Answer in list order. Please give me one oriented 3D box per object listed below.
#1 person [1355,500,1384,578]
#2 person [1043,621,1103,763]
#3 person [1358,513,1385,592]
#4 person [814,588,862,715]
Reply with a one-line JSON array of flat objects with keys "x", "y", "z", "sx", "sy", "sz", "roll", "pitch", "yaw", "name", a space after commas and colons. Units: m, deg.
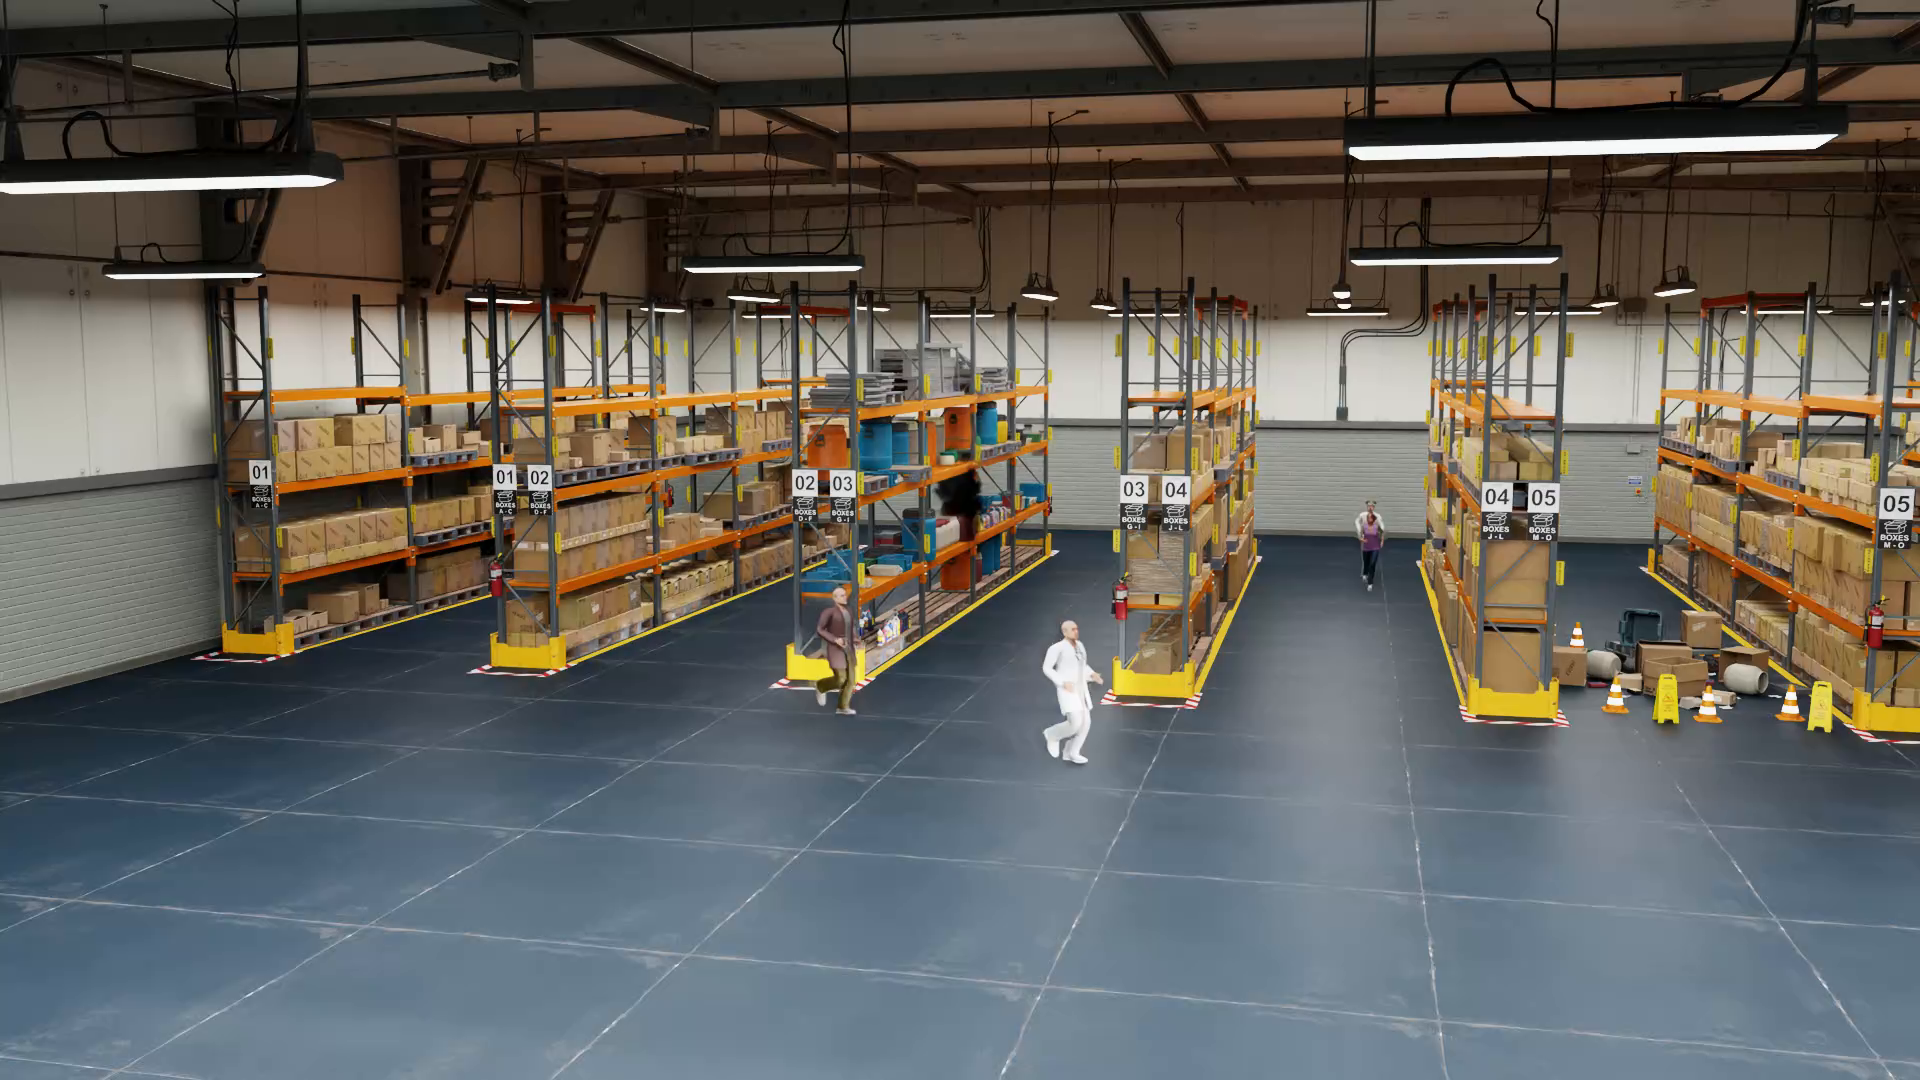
[{"x": 9.016, "y": -0.044, "z": 36.615, "sx": 0.621, "sy": 1.695, "sz": 0.937, "roll": 2, "pitch": 7, "yaw": 14, "name": "person"}, {"x": 1.350, "y": 1.835, "z": 20.128, "sx": 0.663, "sy": 1.725, "sz": 0.708, "roll": 6, "pitch": 9, "yaw": 44, "name": "person"}, {"x": 8.585, "y": 0.226, "z": 34.738, "sx": 0.550, "sy": 1.604, "sz": 0.881, "roll": 2, "pitch": 7, "yaw": 18, "name": "person"}, {"x": -1.674, "y": 1.527, "z": 22.854, "sx": 0.731, "sy": 1.753, "sz": 0.701, "roll": 6, "pitch": 9, "yaw": 42, "name": "person"}]
